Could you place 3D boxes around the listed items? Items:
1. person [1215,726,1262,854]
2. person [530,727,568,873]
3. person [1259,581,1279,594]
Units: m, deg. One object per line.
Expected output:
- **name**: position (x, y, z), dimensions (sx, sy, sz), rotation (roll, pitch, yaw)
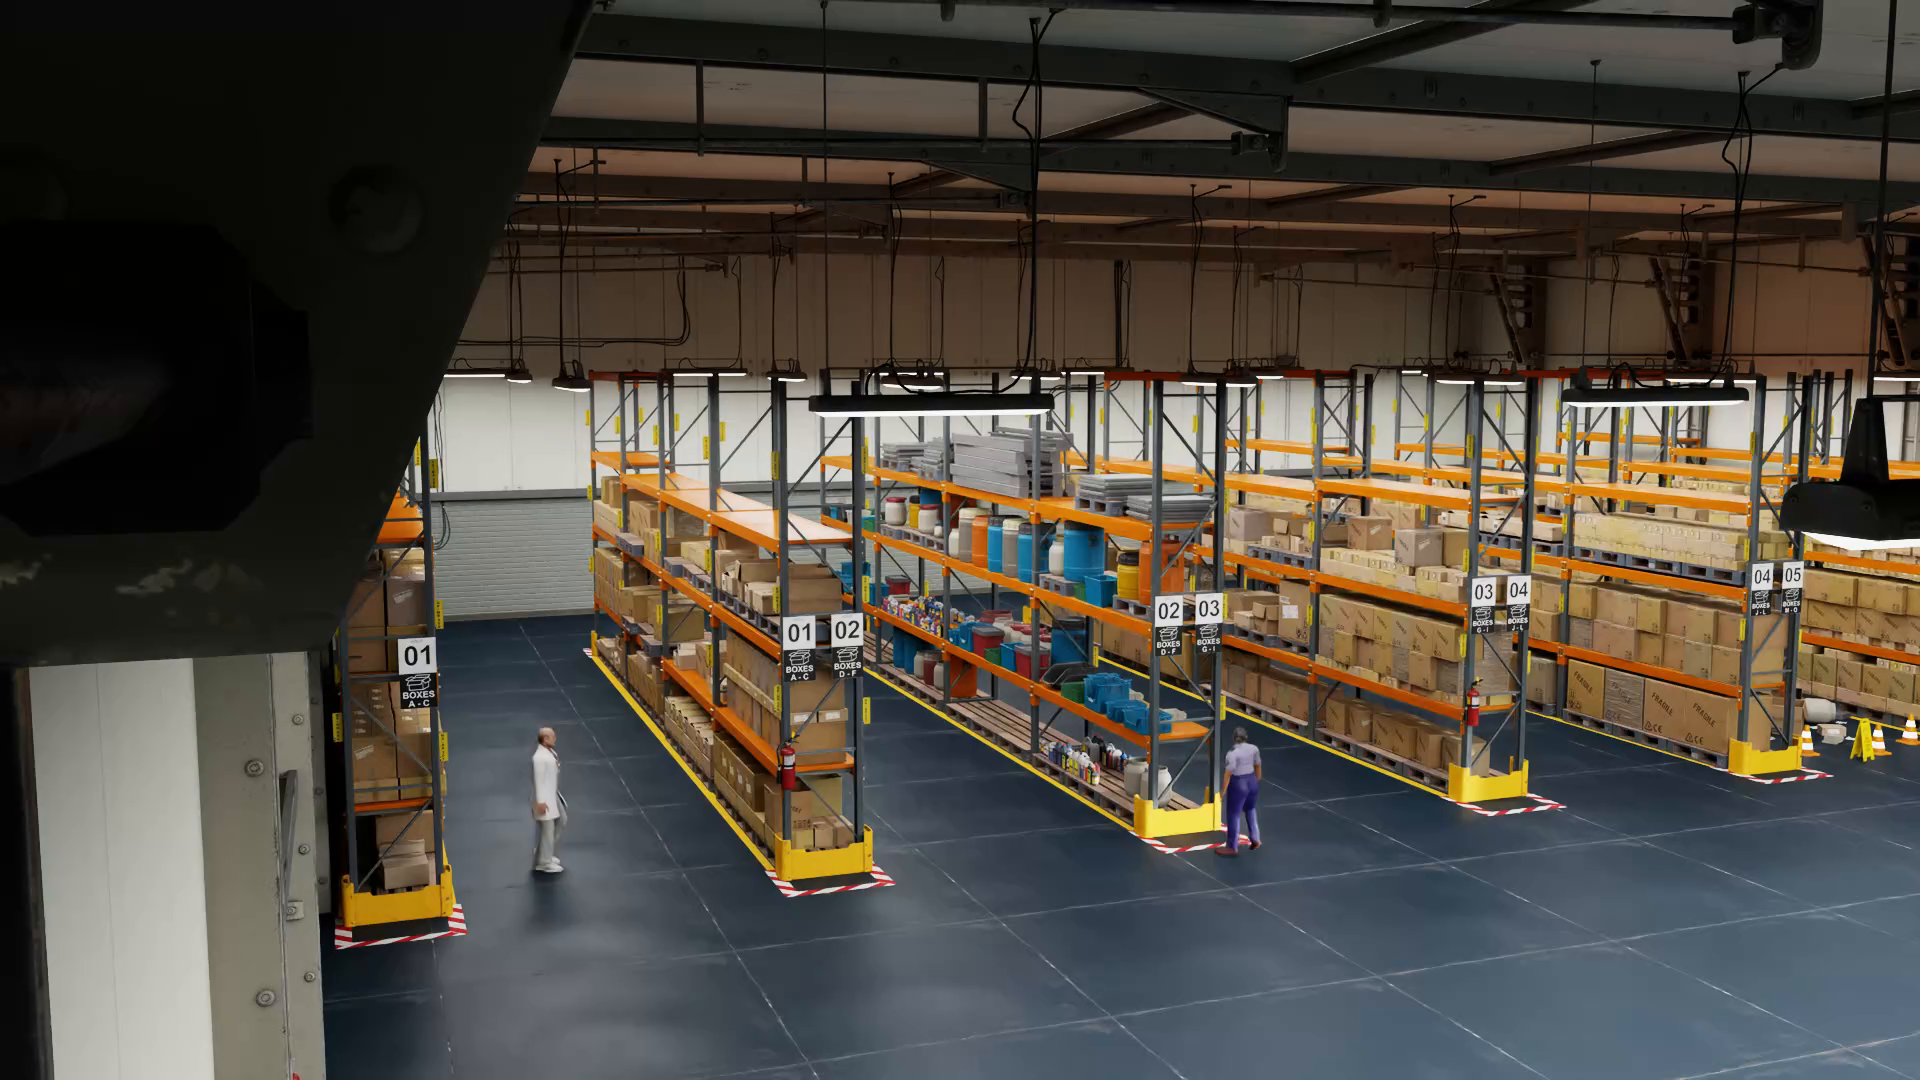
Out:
- **person**: position (3.582, 3.176, 21.101), dimensions (0.607, 1.648, 0.376), rotation (-4, 7, -30)
- **person**: position (-5.099, 3.182, 20.425), dimensions (0.473, 1.781, 0.703), rotation (0, 6, 0)
- **person**: position (7.717, 0.886, 41.348), dimensions (1.010, 1.682, 0.621), rotation (1, 7, 12)
